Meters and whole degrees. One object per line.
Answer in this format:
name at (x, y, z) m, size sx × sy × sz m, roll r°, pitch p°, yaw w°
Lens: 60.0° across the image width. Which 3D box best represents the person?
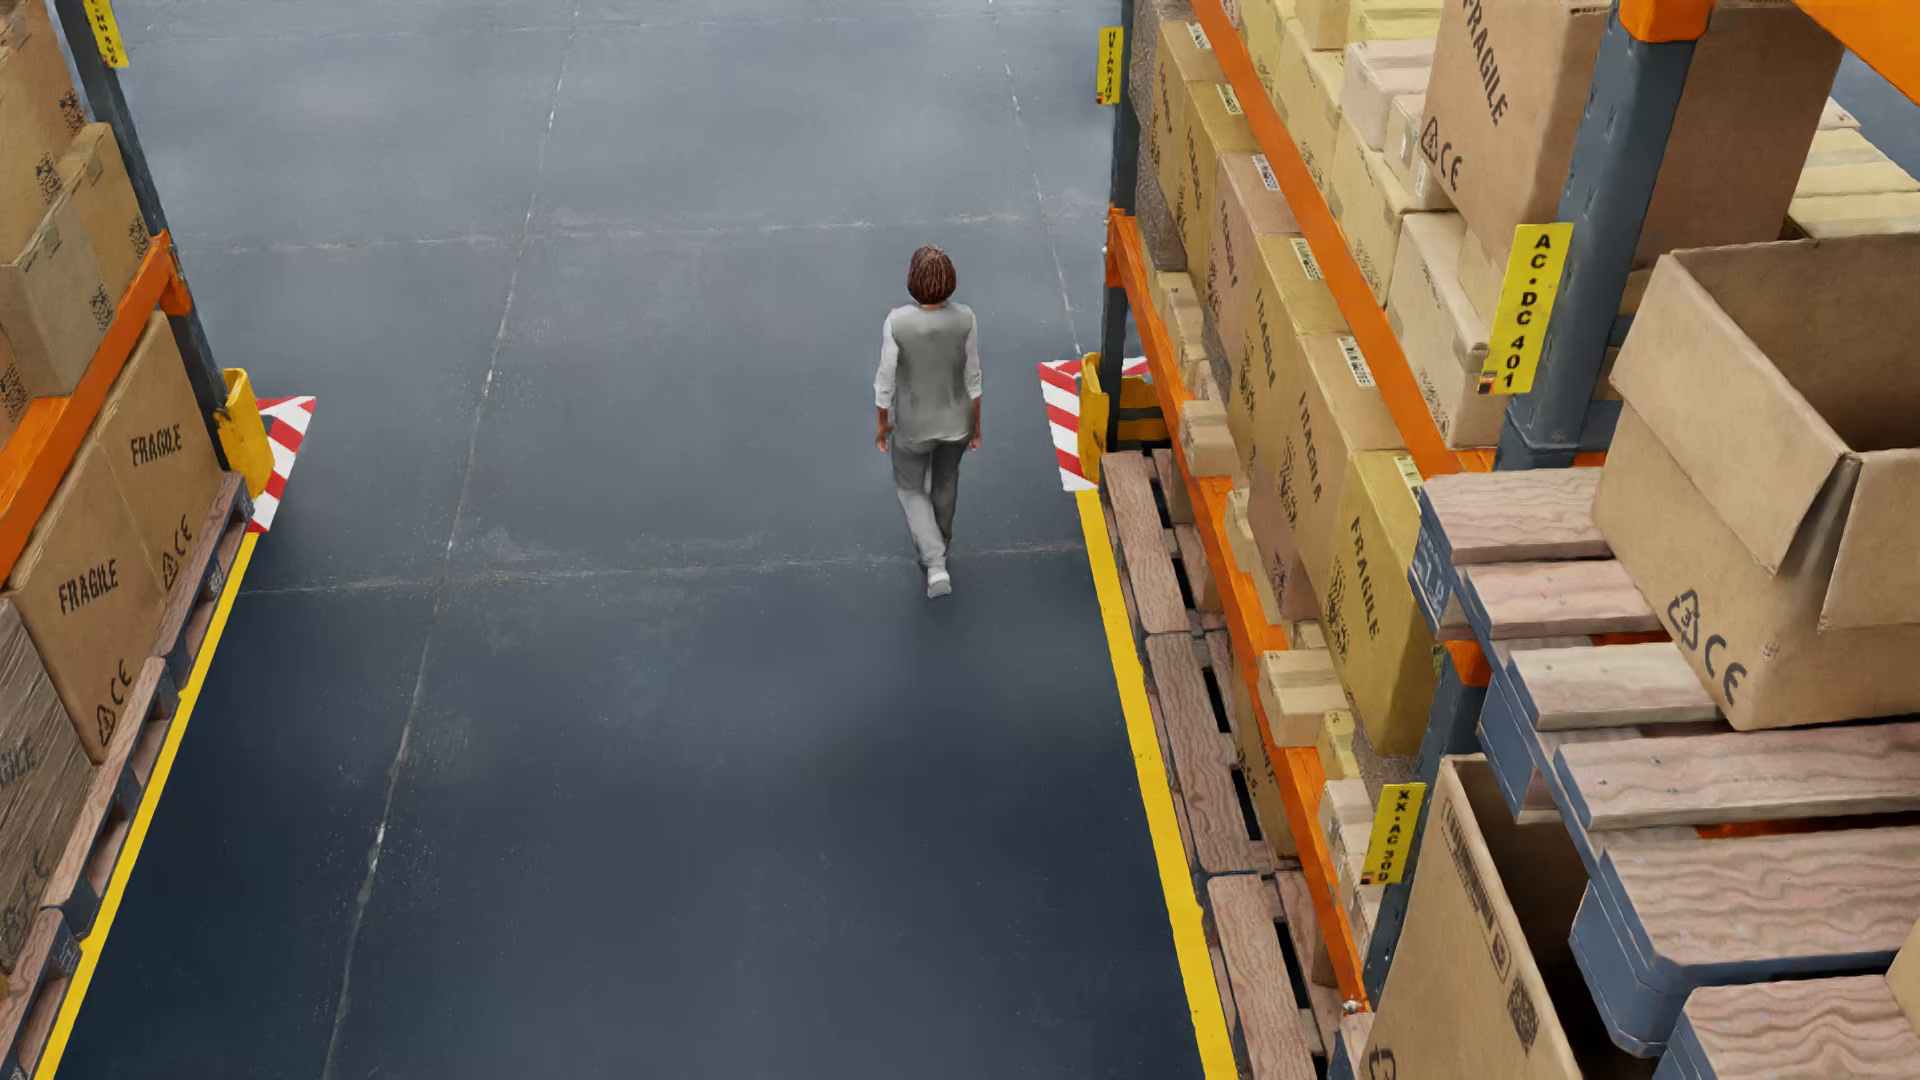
person at (-0.118, -0.448, 6.679) m, size 0.428 × 1.570 × 0.722 m, roll -7°, pitch 40°, yaw -9°
